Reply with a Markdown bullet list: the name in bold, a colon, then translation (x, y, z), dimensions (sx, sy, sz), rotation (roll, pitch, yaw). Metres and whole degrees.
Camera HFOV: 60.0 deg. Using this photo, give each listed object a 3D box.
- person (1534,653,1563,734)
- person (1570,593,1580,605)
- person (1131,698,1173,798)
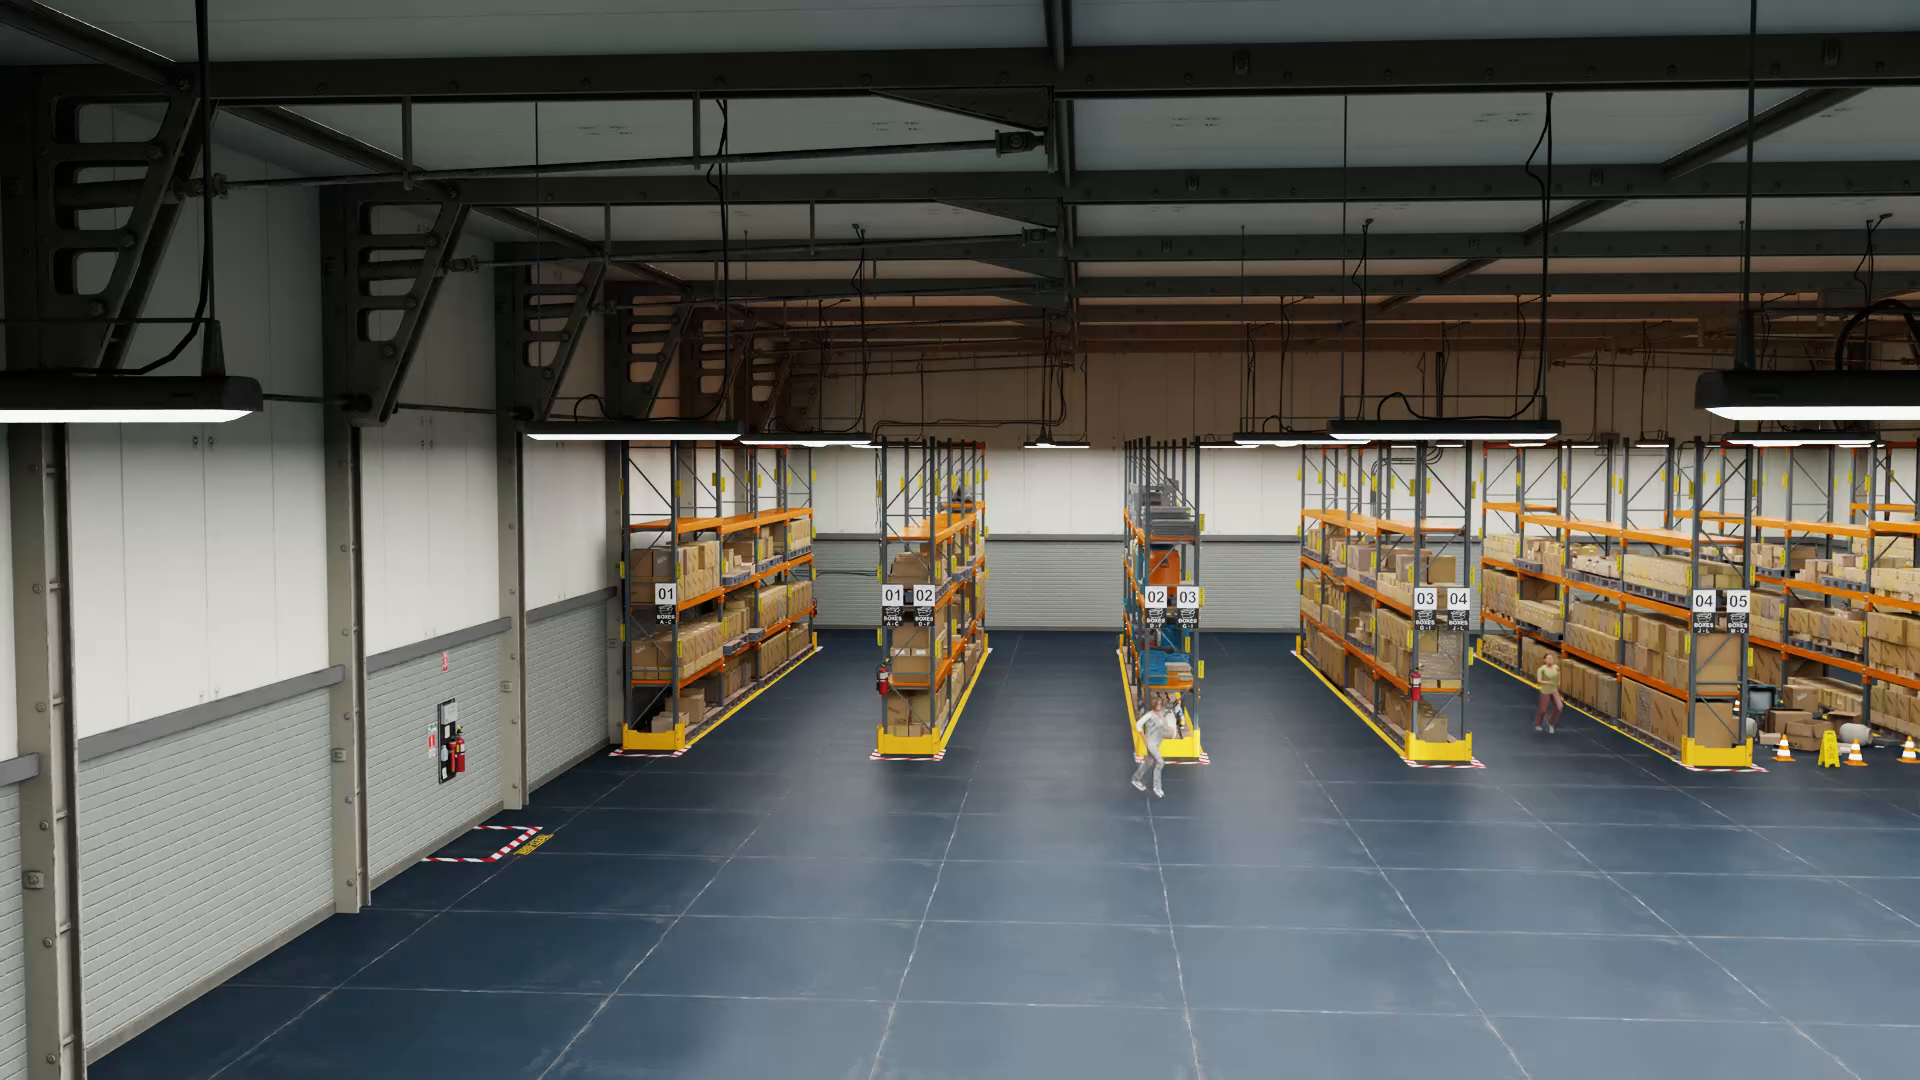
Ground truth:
- **person**: translation (11.897, 3.085, 33.578), dimensions (0.585, 1.631, 0.811), rotation (0, 3, -4)
- **person**: translation (17.505, 2.343, 47.472), dimensions (0.609, 1.666, 0.591), rotation (0, 3, 8)
- **person**: translation (3.187, 3.438, 27.697), dimensions (0.730, 1.637, 0.530), rotation (2, 4, 32)
